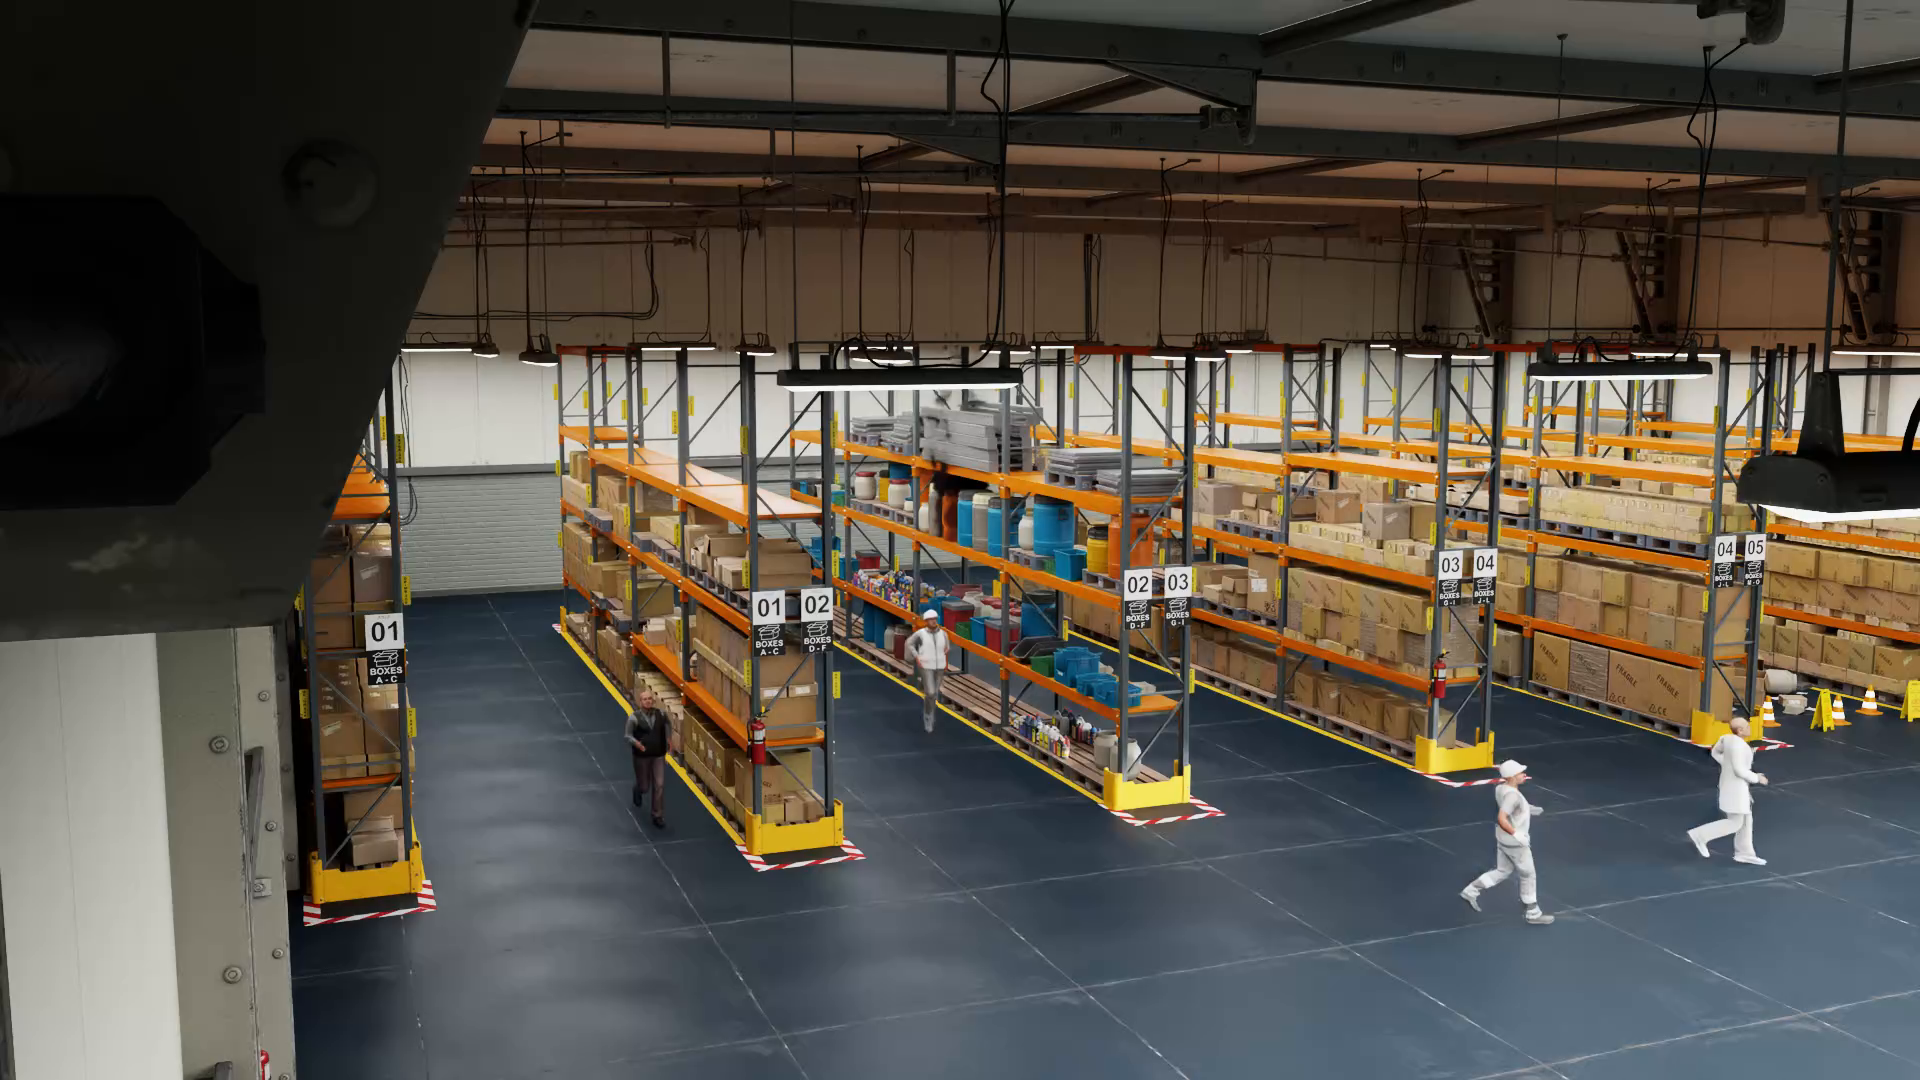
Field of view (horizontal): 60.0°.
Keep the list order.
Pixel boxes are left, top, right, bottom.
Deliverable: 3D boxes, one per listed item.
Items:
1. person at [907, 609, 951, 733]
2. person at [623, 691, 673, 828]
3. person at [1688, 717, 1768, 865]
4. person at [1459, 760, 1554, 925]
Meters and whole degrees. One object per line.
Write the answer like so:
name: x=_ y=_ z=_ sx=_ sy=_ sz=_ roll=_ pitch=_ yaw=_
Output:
person: x=-0.415 y=1.993 z=25.264 sx=0.638 sy=1.869 sz=0.679 roll=-4 pitch=8 yaw=-27
person: x=-3.981 y=2.781 z=21.374 sx=0.676 sy=1.689 sz=0.971 roll=-3 pitch=8 yaw=-24
person: x=9.122 y=2.972 z=19.727 sx=0.934 sy=1.781 sz=0.718 roll=1 pitch=7 yaw=10
person: x=5.861 y=3.200 z=17.642 sx=0.944 sy=1.764 sz=0.644 roll=0 pitch=7 yaw=0
